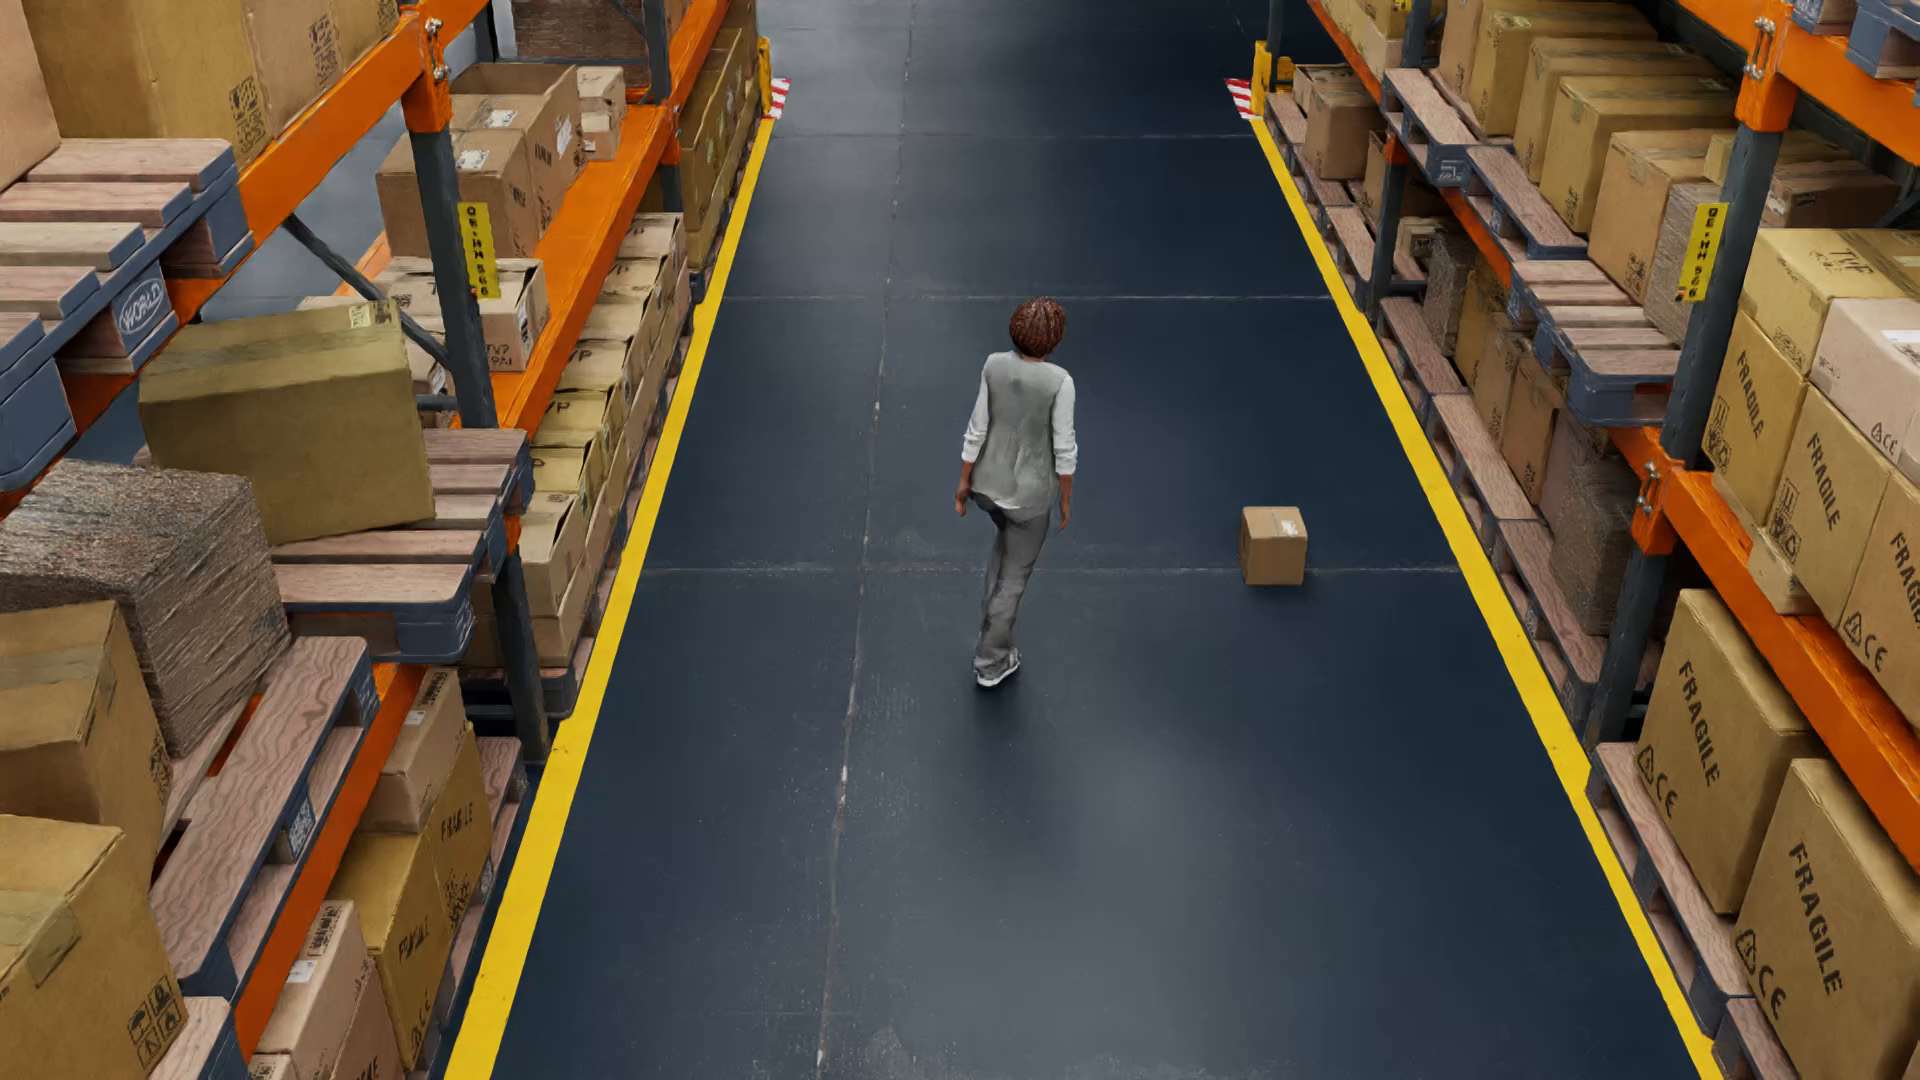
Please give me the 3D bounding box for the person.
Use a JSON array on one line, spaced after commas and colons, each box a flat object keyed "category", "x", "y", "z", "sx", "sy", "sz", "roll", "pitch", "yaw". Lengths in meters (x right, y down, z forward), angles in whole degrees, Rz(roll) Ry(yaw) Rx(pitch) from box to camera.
[{"category": "person", "x": 0.215, "y": -0.168, "z": 6.386, "sx": 0.442, "sy": 1.584, "sz": 0.493, "roll": 19, "pitch": 37, "yaw": 28}]
